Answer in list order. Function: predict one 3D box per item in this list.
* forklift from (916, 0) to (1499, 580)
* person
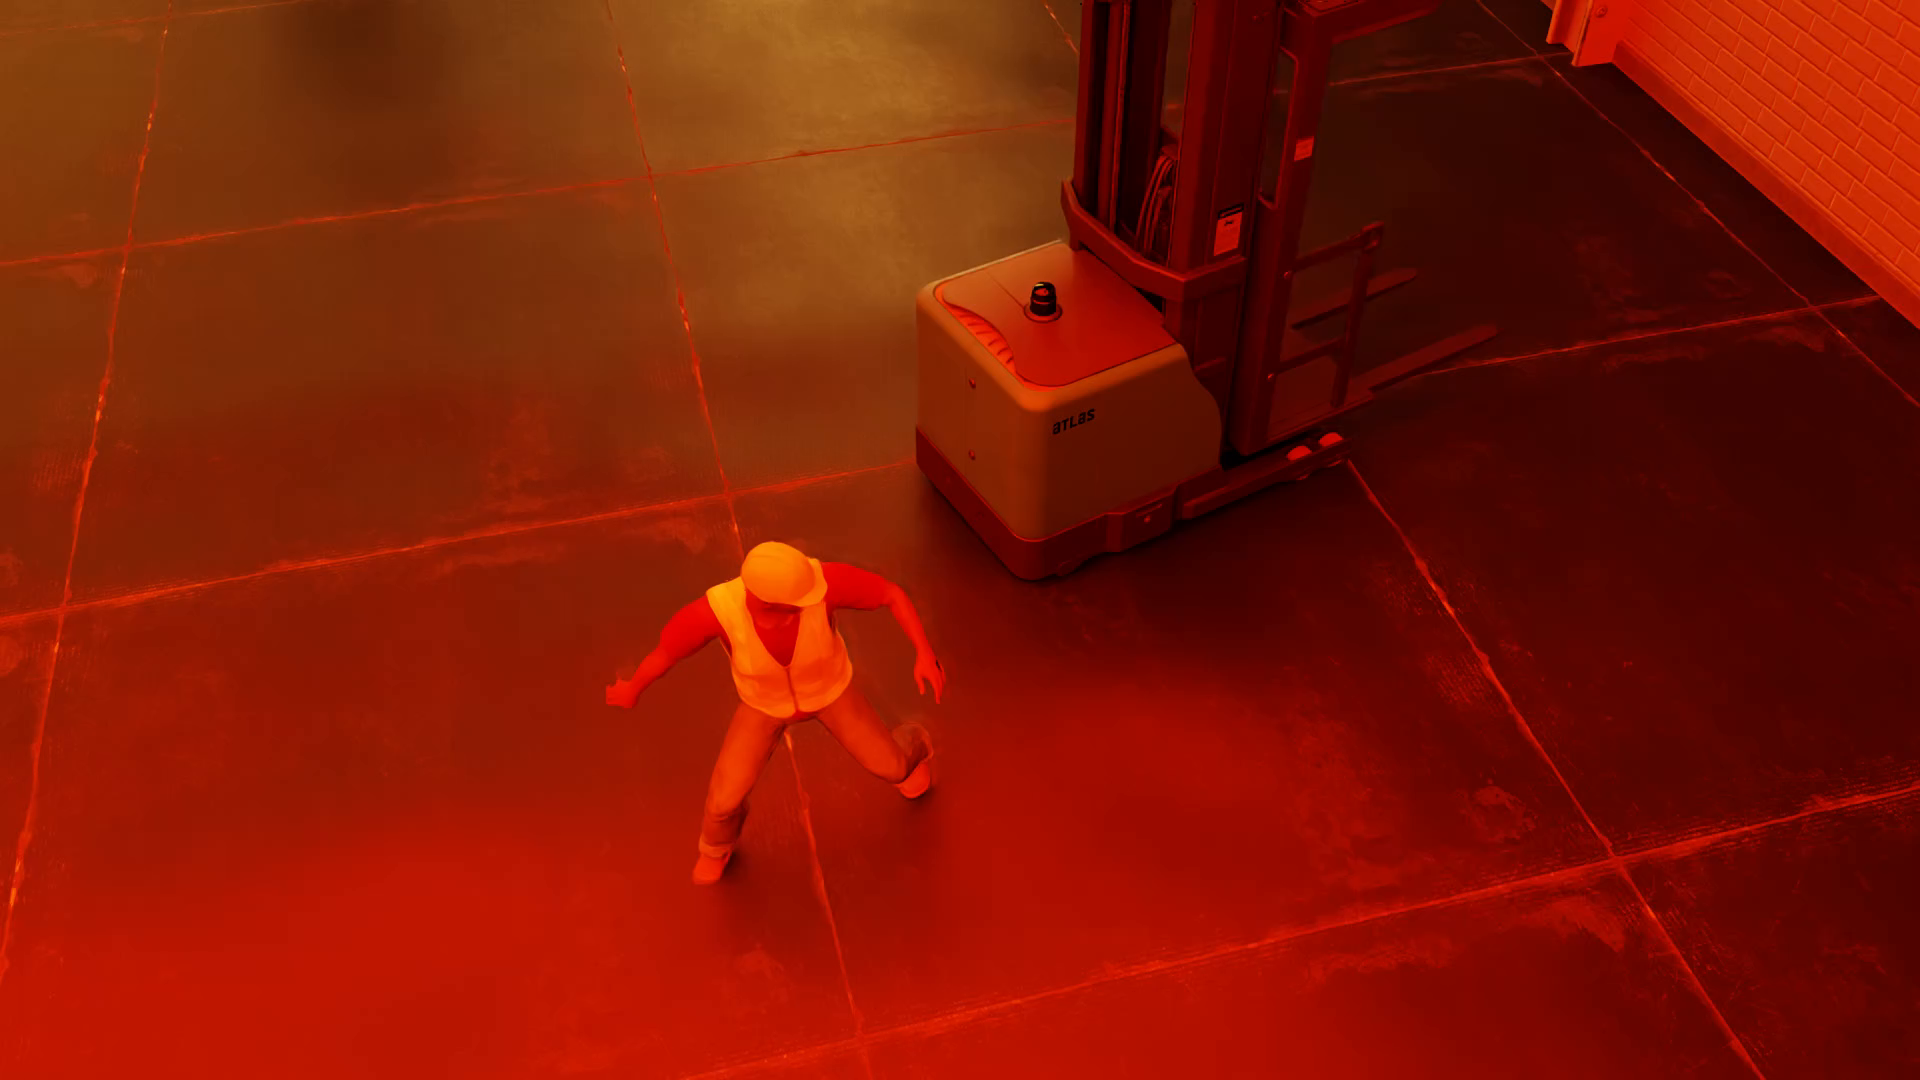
[{"bbox_3d":[1.318,-1.648,7.388,3.031,2.935,1.130,-22,48,-22],"label":"forklift"},{"bbox_3d":[-0.674,0.582,6.043,1.227,1.659,0.533,-7,44,-7],"label":"person"}]
